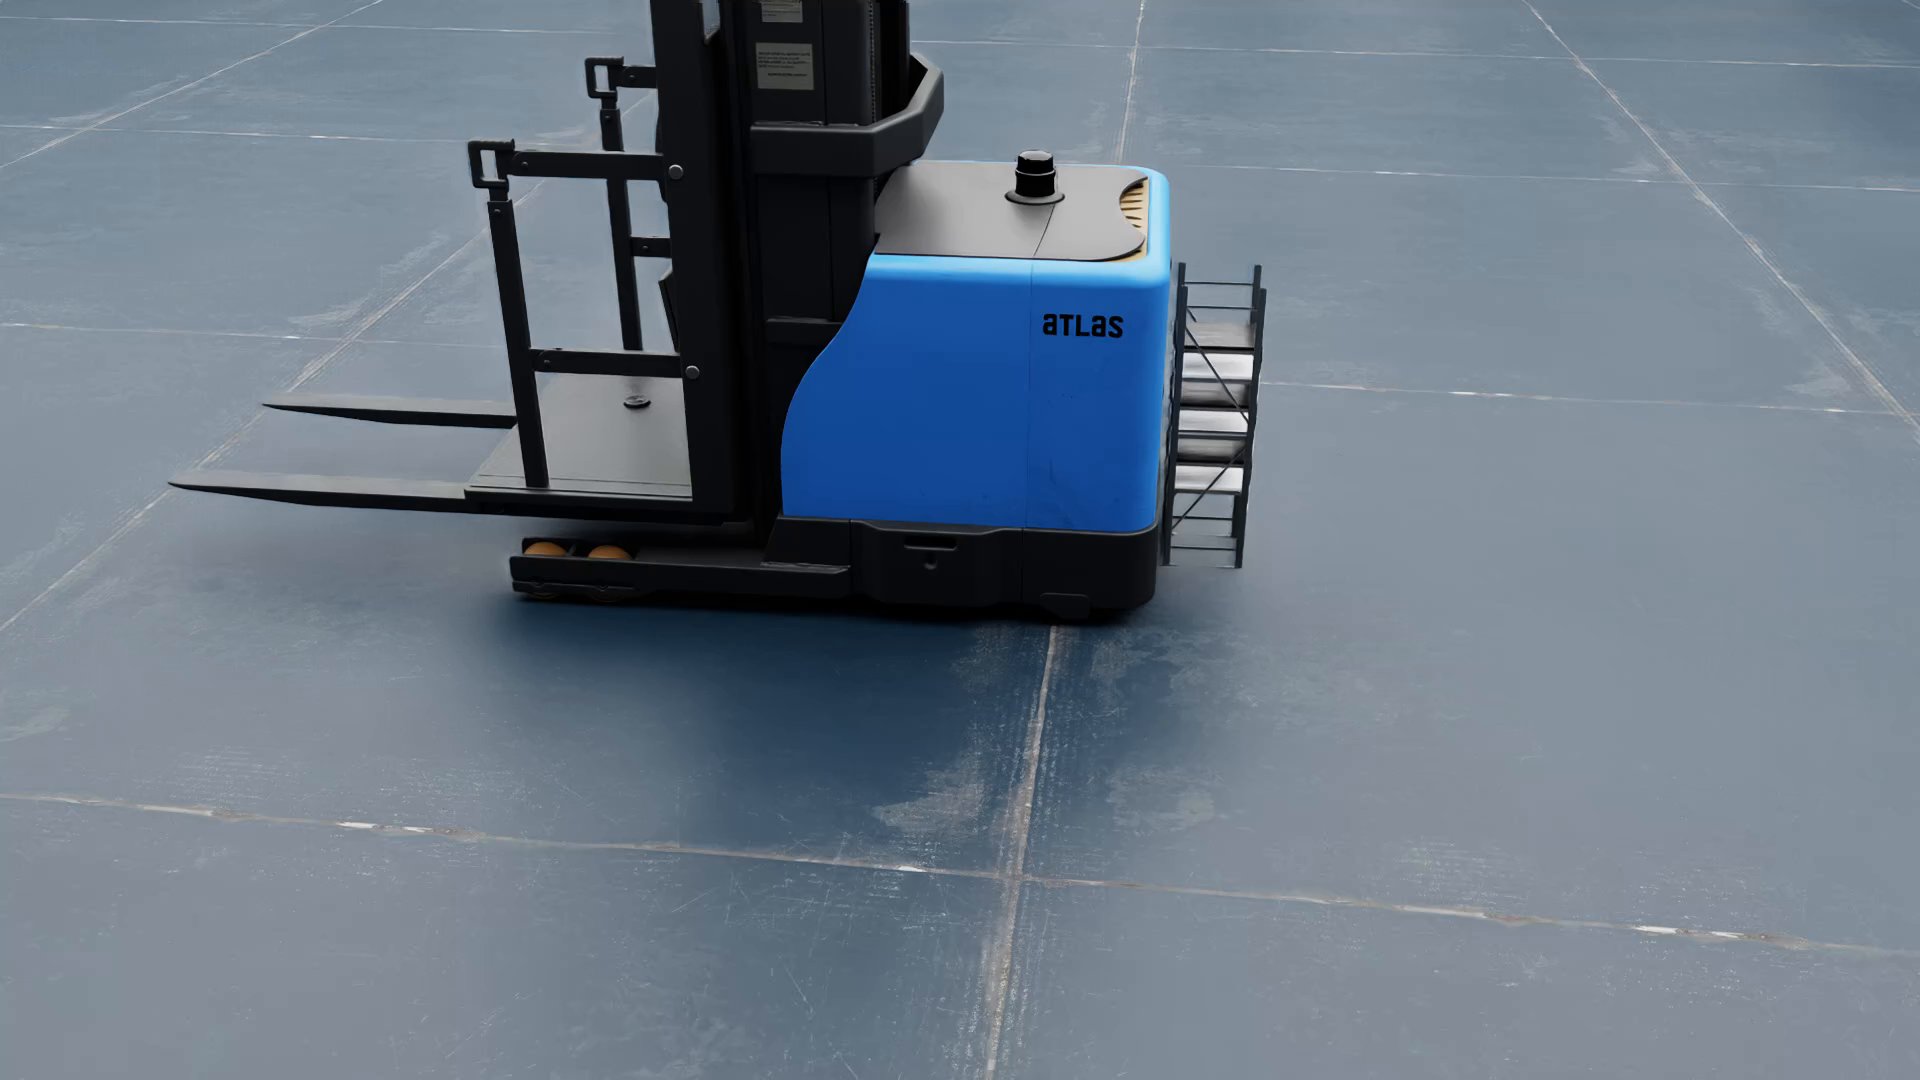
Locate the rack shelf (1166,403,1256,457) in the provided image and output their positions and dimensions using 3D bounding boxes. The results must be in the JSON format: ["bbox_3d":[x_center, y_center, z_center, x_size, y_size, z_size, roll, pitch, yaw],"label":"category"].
[{"bbox_3d":[0.750,-0.332,4.988,0.258,0.077,0.200,2,28,4],"label":"rack shelf"}]

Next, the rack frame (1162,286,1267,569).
[{"bbox_3d":[0.741,-0.314,4.883,0.240,0.900,0.006,2,28,4],"label":"rack frame"}]

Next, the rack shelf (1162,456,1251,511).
[{"bbox_3d":[0.750,-0.174,5.074,0.258,0.077,0.200,2,28,4],"label":"rack shelf"}]

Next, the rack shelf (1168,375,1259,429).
[{"bbox_3d":[0.750,-0.412,4.946,0.258,0.077,0.200,2,28,4],"label":"rack shelf"}]

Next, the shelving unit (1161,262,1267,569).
[{"bbox_3d":[0.750,-0.362,4.973,0.258,0.900,0.210,2,28,4],"label":"shelving unit"}]

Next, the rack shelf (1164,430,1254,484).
[{"bbox_3d":[0.750,-0.253,5.031,0.258,0.077,0.200,2,28,4],"label":"rack shelf"}]

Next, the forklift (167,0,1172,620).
[{"bbox_3d":[-0.897,-1.350,4.665,3.031,2.935,1.130,3,28,5],"label":"forklift"}]

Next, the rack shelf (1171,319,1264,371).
[{"bbox_3d":[0.750,-0.570,4.860,0.258,0.077,0.200,2,28,4],"label":"rack shelf"}]

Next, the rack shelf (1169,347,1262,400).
[{"bbox_3d":[0.750,-0.491,4.903,0.258,0.077,0.200,2,28,4],"label":"rack shelf"}]

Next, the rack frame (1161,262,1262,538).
[{"bbox_3d":[0.759,-0.410,5.062,0.240,0.900,0.006,2,28,4],"label":"rack frame"}]
